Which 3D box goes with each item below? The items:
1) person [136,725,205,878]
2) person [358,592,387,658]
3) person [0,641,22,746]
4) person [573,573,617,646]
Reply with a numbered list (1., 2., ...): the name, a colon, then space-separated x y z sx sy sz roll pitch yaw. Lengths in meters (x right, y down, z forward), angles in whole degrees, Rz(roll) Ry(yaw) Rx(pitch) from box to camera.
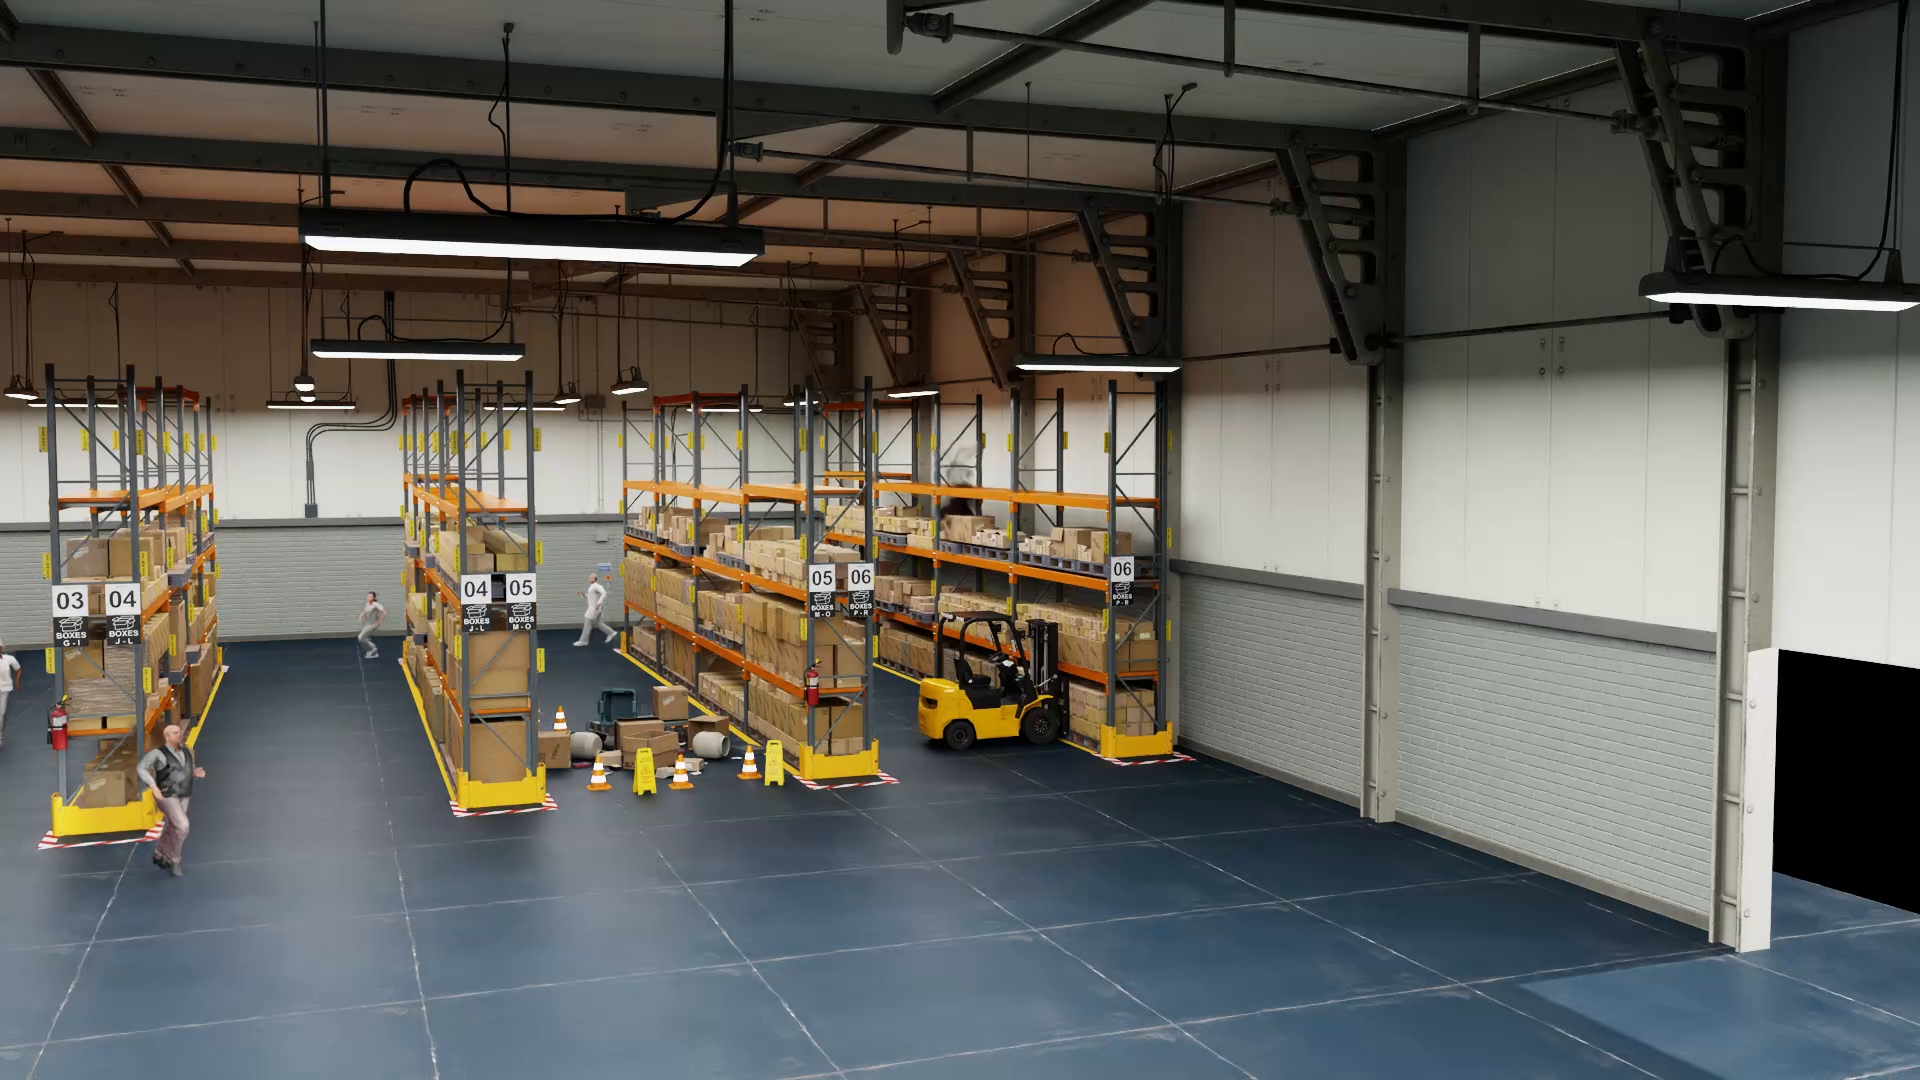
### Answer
1. person: -9.112 3.027 19.288 0.756 1.768 0.635 1 4 19
2. person: -13.625 1.973 38.439 0.715 1.587 0.611 3 4 40
3. person: -15.957 2.513 27.569 0.713 1.742 0.859 -2 4 -27
4. person: -8.941 1.693 40.736 1.083 1.760 0.739 -1 3 -17
